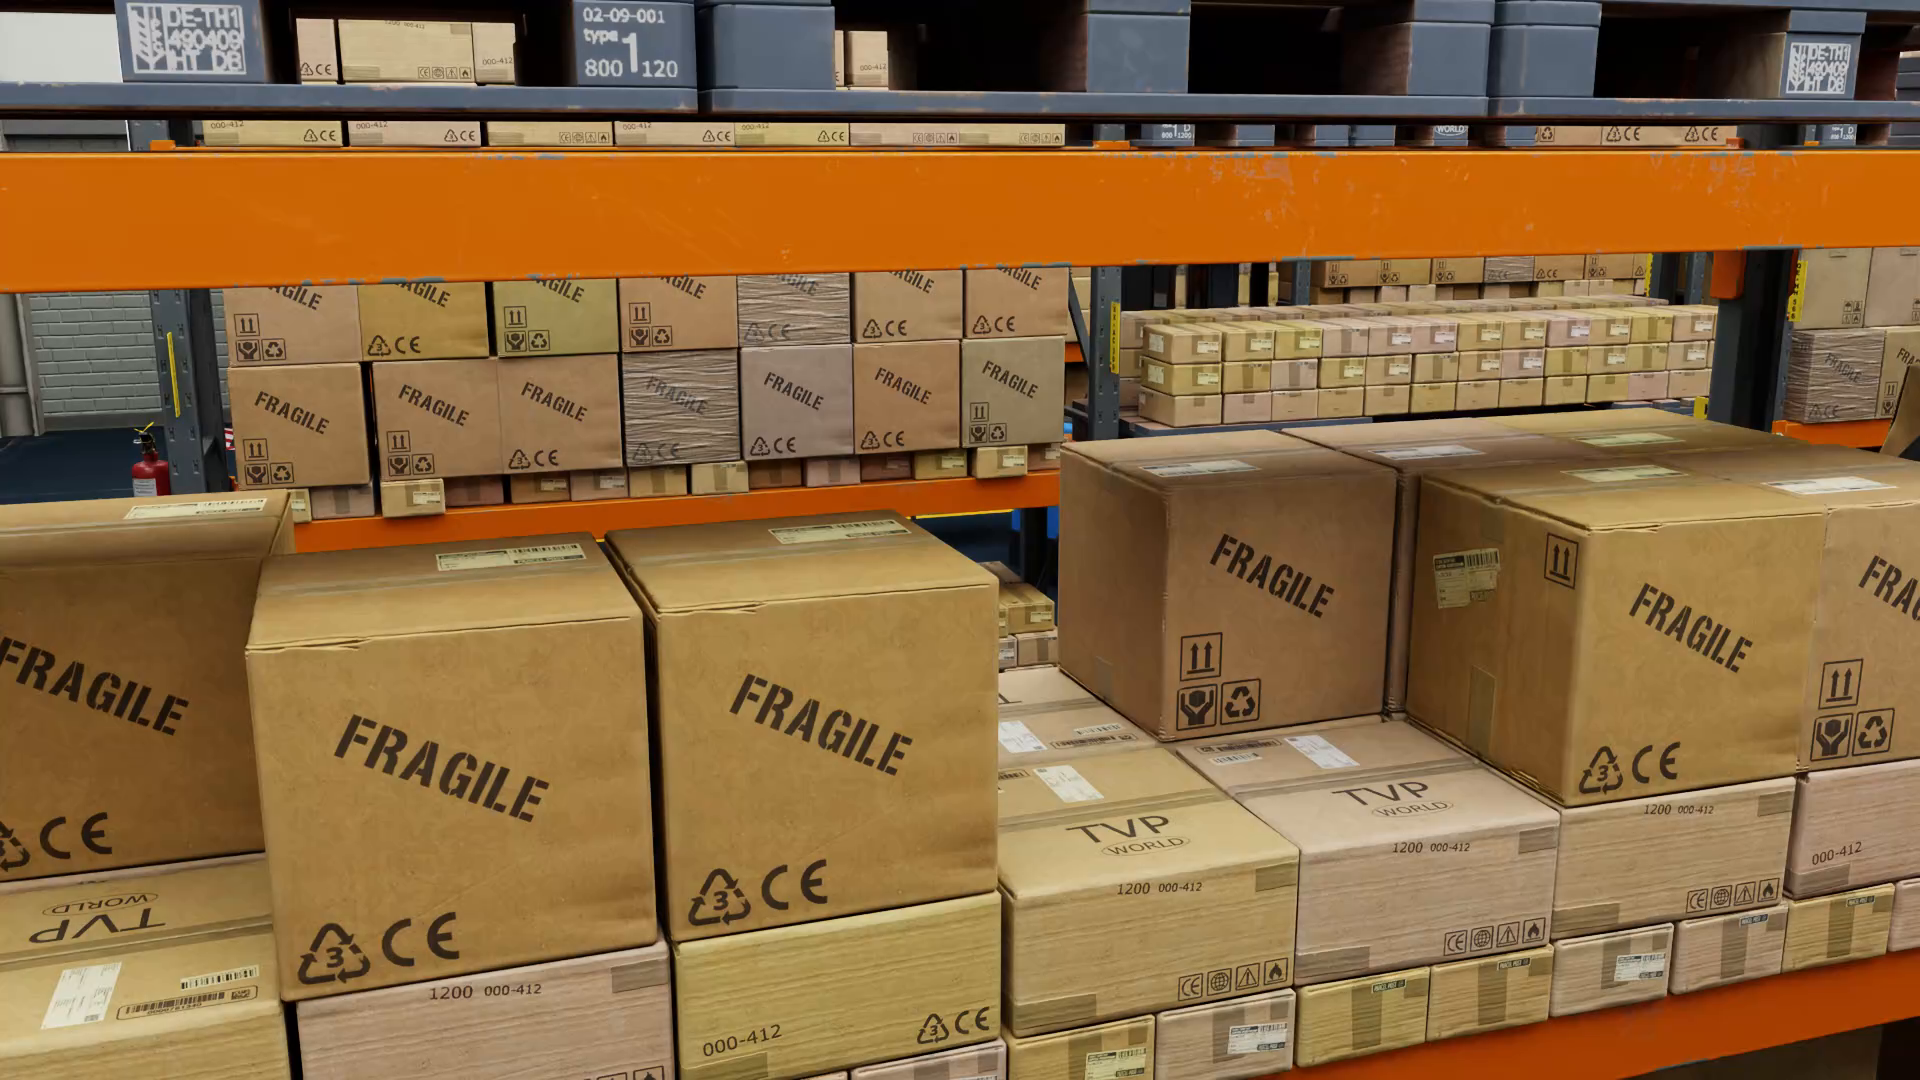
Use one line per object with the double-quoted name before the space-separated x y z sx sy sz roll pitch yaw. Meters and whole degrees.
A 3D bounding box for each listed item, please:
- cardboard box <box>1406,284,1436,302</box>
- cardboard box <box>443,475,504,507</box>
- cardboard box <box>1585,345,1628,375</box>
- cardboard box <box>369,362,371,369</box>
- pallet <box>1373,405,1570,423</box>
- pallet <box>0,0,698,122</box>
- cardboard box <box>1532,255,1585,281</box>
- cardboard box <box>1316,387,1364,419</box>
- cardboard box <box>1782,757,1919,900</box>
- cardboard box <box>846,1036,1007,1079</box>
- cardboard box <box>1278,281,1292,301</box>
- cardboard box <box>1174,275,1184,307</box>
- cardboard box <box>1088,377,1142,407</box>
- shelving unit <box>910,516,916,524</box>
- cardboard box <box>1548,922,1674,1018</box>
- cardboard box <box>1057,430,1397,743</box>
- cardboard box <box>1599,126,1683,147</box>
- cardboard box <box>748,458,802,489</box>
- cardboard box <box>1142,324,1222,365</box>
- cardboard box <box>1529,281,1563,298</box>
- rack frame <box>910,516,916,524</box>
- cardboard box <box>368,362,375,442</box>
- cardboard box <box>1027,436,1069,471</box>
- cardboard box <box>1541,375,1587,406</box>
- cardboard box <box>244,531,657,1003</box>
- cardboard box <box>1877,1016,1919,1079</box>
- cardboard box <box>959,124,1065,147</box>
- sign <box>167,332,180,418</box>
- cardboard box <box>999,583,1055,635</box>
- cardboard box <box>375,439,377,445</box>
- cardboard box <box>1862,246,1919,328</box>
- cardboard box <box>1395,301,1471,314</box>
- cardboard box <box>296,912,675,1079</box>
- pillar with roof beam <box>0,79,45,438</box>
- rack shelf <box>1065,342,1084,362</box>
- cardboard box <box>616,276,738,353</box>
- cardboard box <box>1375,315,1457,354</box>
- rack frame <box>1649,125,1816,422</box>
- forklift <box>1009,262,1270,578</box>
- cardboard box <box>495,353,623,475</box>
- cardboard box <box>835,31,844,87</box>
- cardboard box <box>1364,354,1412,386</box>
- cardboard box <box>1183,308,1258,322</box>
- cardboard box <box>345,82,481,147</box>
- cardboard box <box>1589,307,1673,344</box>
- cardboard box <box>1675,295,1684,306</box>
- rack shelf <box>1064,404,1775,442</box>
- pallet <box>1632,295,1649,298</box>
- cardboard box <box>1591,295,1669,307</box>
"cardboard box" 3.844 -2.118 14.202 0.250 0.149 0.380 -4 14 -18
"cardboard box" -2.138 -0.260 7.297 0.250 0.149 0.380 -4 14 -15
"cardboard box" 3.270 -0.967 8.721 0.250 0.149 0.380 -4 14 -18
"cardboard box" -3.909 -1.488 11.699 0.500 0.500 0.500 -5 14 -19
"pallet" 2.468 -0.687 8.964 1.213 0.211 1.003 -4 14 -18
"pallet" -1.065 -0.723 2.409 1.213 0.211 1.003 -4 14 -18
"cardboard box" 5.122 -2.548 14.608 0.500 0.500 0.500 -4 14 -16
"cardboard box" 1.797 -0.708 8.273 0.250 0.149 0.380 -4 14 -18
"cardboard box" 1.691 0.473 3.351 0.500 0.250 0.500 -5 14 -19
"cardboard box" -0.106 0.823 2.743 0.250 0.149 0.380 -5 14 -19
"cardboard box" 2.892 -2.172 14.425 0.250 0.149 0.380 -4 14 -16
"cardboard box" 1.794 -2.054 13.539 0.500 0.250 0.500 -5 14 -20
"cardboard box" 0.853 -0.795 8.638 0.250 0.149 0.380 -5 14 -19
"shelving unit" 0.081 -0.736 11.996 1.048 1.500 0.538 -4 14 -18
"cardboard box" 1.110 0.729 3.141 0.250 0.149 0.380 -4 14 -17
"cardboard box" 0.530 0.072 3.419 0.500 0.500 0.500 -5 14 -20
"cardboard box" 3.401 -2.306 8.656 0.500 0.500 0.500 -4 14 -18
"cardboard box" -0.896 -0.349 7.670 0.250 0.149 0.380 -5 14 -19
"cardboard box" 1.060 -0.940 7.962 0.250 0.149 0.380 -4 14 -15
"cardboard box" 5.076 -2.220 14.630 0.250 0.149 0.380 -4 14 -18
"rack frame" -0.401 -0.698 11.838 0.032 1.500 0.500 -4 14 -18
"cardboard box" -2.907 -0.628 7.442 0.500 0.500 0.500 -4 14 -17
"cardboard box" 0.344 -0.446 8.077 0.250 0.149 0.380 -5 14 -19
"cardboard box" 3.038 -0.805 8.682 0.250 0.149 0.380 -5 14 -21
"cardboard box" -0.750 0.301 2.458 0.500 0.500 0.500 -5 14 -19
"cardboard box" 2.626 1.233 4.162 0.875 0.875 1.225 -4 14 -18
"cardboard box" 0.161 -1.931 7.621 0.500 0.250 0.500 -4 14 -17
"sign" -3.078 -0.647 6.511 0.005 0.325 0.100 -4 14 -18
"cardboard box" 0.286 0.336 8.214 0.250 0.149 0.380 -4 14 -16
"cardboard box" -4.332 -0.452 12.189 0.875 0.438 0.875 -5 14 -20
"cardboard box" 5.239 -1.539 9.754 0.500 0.500 0.700 -5 14 -19
"cardboard box" 2.586 -1.218 9.131 0.250 0.149 0.380 -4 14 -16
"cardboard box" -0.734 0.663 2.557 0.500 0.250 0.500 -5 14 -19
"pillar with roof beam" -7.982 -4.485 11.550 0.400 9.000 9.100 -4 14 -18
"rack shelf" 0.761 -1.516 13.589 4.000 0.370 1.077 -4 14 -18
"cardboard box" -1.283 -1.110 7.309 0.500 0.500 0.500 -5 14 -20
"cardboard box" 2.285 -1.036 8.364 0.250 0.149 0.380 -4 14 -16
"rack frame" 4.331 -0.935 9.593 0.127 3.000 1.000 -4 14 -18
"forklift" 1.749 -1.047 10.210 3.031 2.935 1.130 12 18 42
"cardboard box" -1.770 -0.589 7.280 0.500 0.500 0.500 -4 14 -17
"cardboard box" -0.806 -2.105 7.270 0.500 0.250 0.500 -4 14 -16
"cardboard box" 2.051 -0.874 8.326 0.250 0.149 0.380 -4 14 -16
"cardboard box" 1.358 -1.123 8.731 0.250 0.149 0.380 -5 14 -20
"cardboard box" -2.244 -1.746 6.844 0.500 0.250 0.500 -4 14 -16
"cardboard box" 3.526 -1.133 8.773 0.250 0.149 0.380 -4 14 -16
"cardboard box" 6.655 -2.277 15.777 0.250 0.149 0.380 -5 14 -19
"rack shelf" 2.435 -0.438 9.056 4.000 0.370 1.077 -4 14 -18
"pallet" 5.677 -2.191 15.286 1.213 0.211 1.003 -4 14 -18
"cardboard box" 3.827 -1.315 9.539 0.250 0.149 0.380 -4 14 -18
